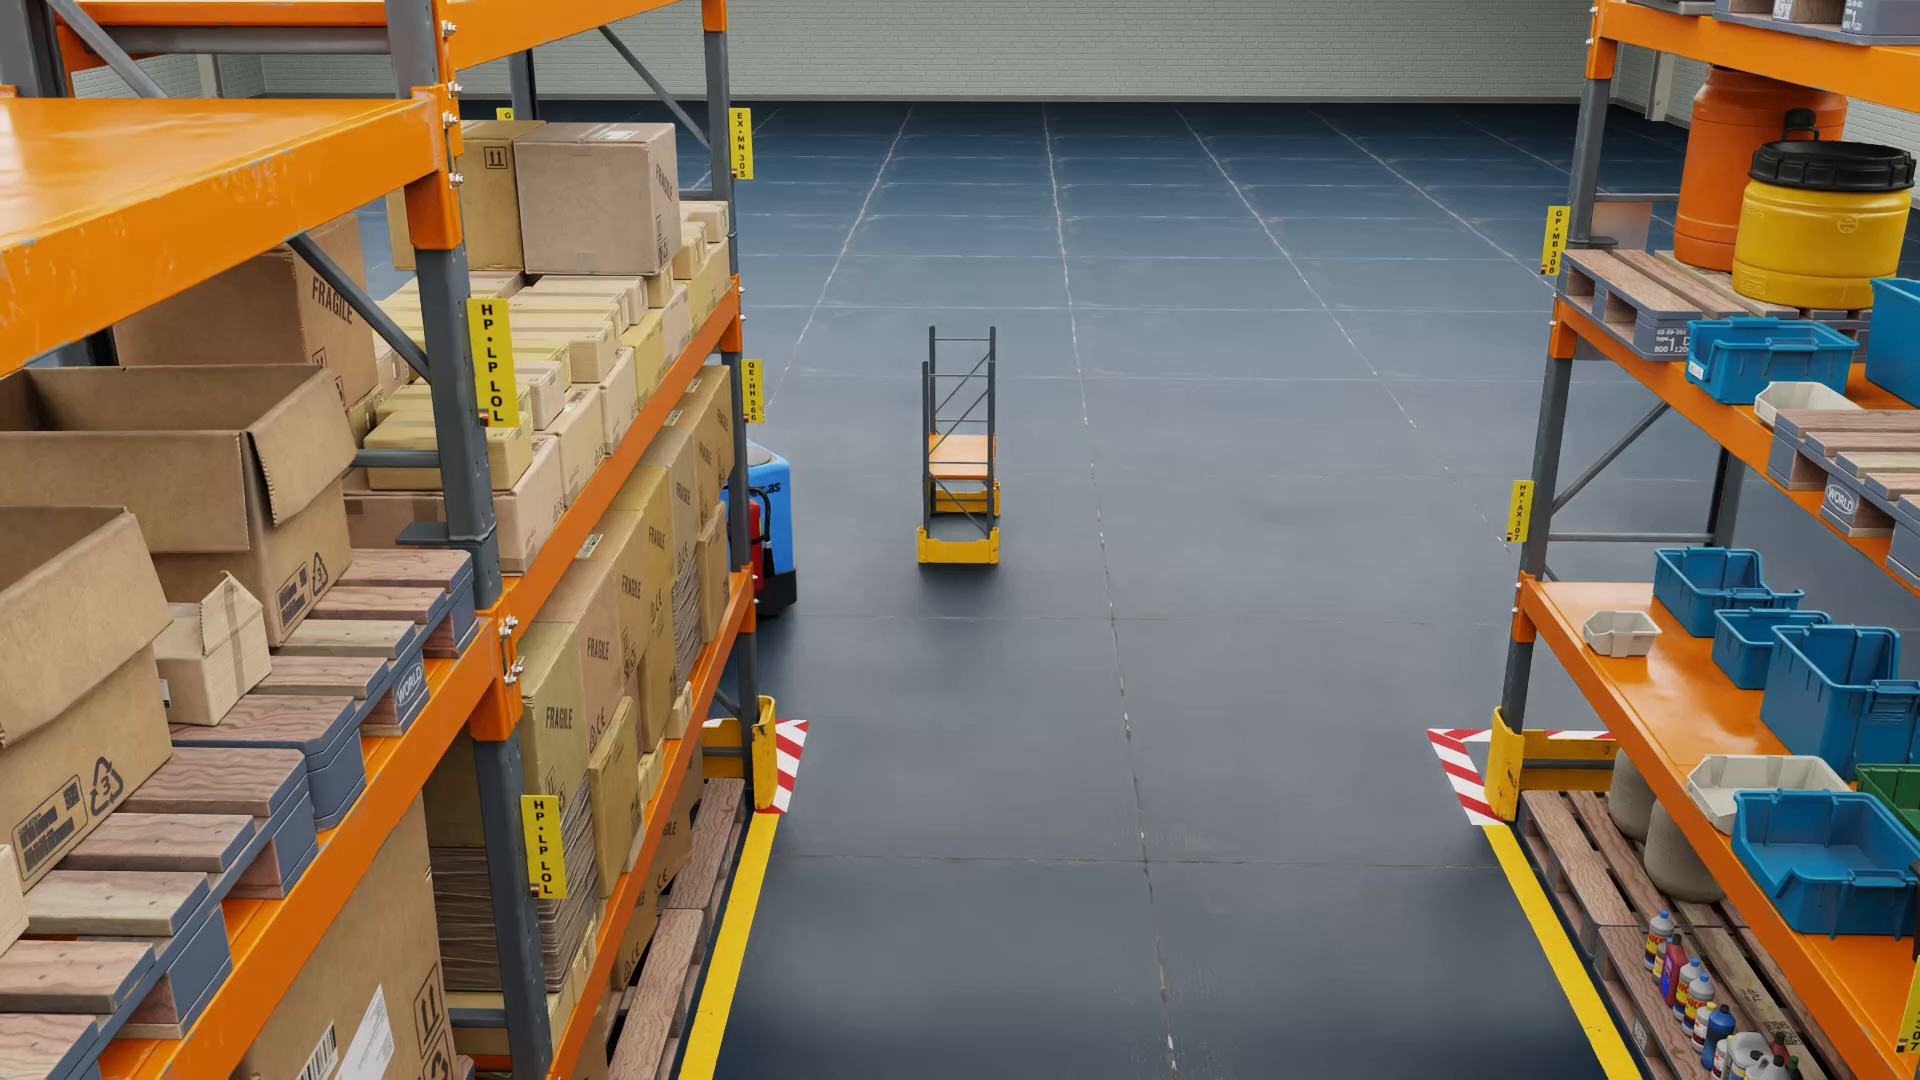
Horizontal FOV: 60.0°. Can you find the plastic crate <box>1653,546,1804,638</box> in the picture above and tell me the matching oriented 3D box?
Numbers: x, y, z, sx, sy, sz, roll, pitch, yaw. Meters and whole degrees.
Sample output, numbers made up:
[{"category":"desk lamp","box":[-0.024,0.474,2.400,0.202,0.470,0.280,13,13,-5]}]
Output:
[{"category":"plastic crate","box":[3.653,0.246,7.953,0.499,0.251,0.616,1,21,2]}]

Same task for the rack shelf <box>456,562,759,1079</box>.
[{"category":"rack shelf","box":[-1.642,0.997,6.808,1.077,0.370,4.000,1,21,2]}]

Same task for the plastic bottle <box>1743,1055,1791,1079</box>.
[{"category":"plastic bottle","box":[2.995,2.047,6.161,0.144,0.351,0.185,1,21,1]}]

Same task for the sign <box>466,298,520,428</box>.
[{"category":"sign","box":[-1.148,-0.434,4.094,0.100,0.325,0.005,1,21,2]}]

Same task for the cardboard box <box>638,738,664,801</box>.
[{"category":"cardboard box","box":[-1.364,0.885,6.449,0.380,0.149,0.250,1,21,2]}]

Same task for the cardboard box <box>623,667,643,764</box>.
[{"category":"cardboard box","box":[-1.663,0.675,6.093,0.875,0.500,0.500,1,21,2]}]

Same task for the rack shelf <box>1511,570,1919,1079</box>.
[{"category":"rack shelf","box":[3.308,1.051,6.667,1.077,0.370,4.000,1,21,2]}]

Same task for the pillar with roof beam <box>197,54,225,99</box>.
[{"category":"pillar with roof beam","box":[-12.155,-13.579,35.084,9.100,9.000,0.400,1,21,2]}]

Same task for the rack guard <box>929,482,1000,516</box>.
[{"category":"rack guard","box":[0.017,-0.324,13.019,0.587,0.250,0.087,1,21,2]}]

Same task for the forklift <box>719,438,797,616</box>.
[{"category":"forklift","box":[-2.615,-0.733,10.366,3.031,2.935,1.130,-14,25,-31]}]

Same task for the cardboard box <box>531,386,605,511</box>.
[{"category":"cardboard box","box":[-1.422,-0.295,5.204,0.500,0.250,0.500,0,21,1]}]

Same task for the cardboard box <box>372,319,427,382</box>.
[{"category":"cardboard box","box":[-1.897,-0.630,5.516,0.380,0.149,0.250,1,21,4]}]

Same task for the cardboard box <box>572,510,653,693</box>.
[{"category":"cardboard box","box":[-1.406,0.212,5.905,0.500,0.500,0.500,1,21,2]}]

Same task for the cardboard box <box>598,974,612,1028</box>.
[{"category":"cardboard box","box":[-1.701,1.777,6.676,0.500,0.500,0.500,-1,21,-3]}]

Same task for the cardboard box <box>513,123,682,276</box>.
[{"category":"cardboard box","box":[-1.376,-1.315,6.385,0.500,0.500,0.500,1,21,2]}]

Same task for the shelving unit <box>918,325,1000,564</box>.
[{"category":"shelving unit","box":[0.002,-0.727,12.329,0.587,1.500,1.083,1,21,2]}]

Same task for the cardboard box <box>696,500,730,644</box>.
[{"category":"cardboard box","box":[-1.521,0.134,7.488,0.875,0.500,0.500,1,21,2]}]

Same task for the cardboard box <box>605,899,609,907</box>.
[{"category":"cardboard box","box":[-1.397,1.156,5.751,0.380,0.149,0.250,1,21,2]}]

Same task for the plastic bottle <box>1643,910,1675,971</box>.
[{"category":"plastic bottle","box":[3.003,1.712,7.134,0.097,0.271,0.097,0,21,0]}]

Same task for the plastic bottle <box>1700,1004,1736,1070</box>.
[{"category":"plastic bottle","box":[2.983,1.945,6.533,0.097,0.271,0.097,0,21,0]}]

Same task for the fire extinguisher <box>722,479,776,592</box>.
[{"category":"fire extinguisher","box":[-1.117,-0.062,8.649,0.296,0.674,0.183,1,21,2]}]

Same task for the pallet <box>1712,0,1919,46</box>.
[{"category":"pallet","box":[3.279,-1.824,5.603,1.003,0.211,1.213,1,21,2]}]

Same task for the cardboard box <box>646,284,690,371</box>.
[{"category":"cardboard box","box":[-1.378,-0.847,6.627,0.500,0.250,0.500,1,21,3]}]

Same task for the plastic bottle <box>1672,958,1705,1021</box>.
[{"category":"plastic bottle","box":[2.992,1.836,6.815,0.097,0.271,0.097,0,21,0]}]

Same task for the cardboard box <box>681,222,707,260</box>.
[{"category":"cardboard box","box":[-1.302,-1.279,7.189,0.380,0.149,0.250,0,21,-1]}]

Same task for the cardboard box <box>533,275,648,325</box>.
[{"category":"cardboard box","box":[-1.380,-0.903,6.220,0.380,0.149,0.250,0,21,-1]}]

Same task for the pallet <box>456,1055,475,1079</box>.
[{"category":"pallet","box":[-1.872,1.749,4.140,1.003,0.211,1.213,1,21,2]}]

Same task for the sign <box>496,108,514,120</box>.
[{"category":"sign","box":[-2.124,-1.873,7.856,0.100,0.325,0.005,1,21,2]}]

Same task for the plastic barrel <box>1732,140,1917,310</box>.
[{"category":"plastic barrel","box":[3.462,-1.276,6.682,0.600,0.588,0.600,0,21,0]}]

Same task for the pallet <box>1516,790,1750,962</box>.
[{"category":"pallet","box":[3.384,1.615,8.076,1.003,0.211,1.213,1,21,2]}]

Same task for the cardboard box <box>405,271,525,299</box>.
[{"category":"cardboard box","box":[-1.856,-0.918,6.259,0.380,0.149,0.250,0,21,1]}]

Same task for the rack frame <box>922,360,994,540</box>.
[{"category":"rack frame","box":[-0.013,-0.546,11.863,0.500,1.500,0.032,1,21,2]}]

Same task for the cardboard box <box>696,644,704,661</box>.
[{"category":"cardboard box","box":[-1.371,0.432,7.615,0.380,0.149,0.250,1,21,2]}]

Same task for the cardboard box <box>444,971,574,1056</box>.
[{"category":"cardboard box","box":[-1.396,1.427,5.051,0.380,0.149,0.250,1,21,2]}]

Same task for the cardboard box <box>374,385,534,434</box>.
[{"category":"cardboard box","box":[-1.445,-0.341,4.770,0.380,0.149,0.250,0,21,-1]}]

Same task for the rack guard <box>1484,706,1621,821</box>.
[{"category":"rack guard","box":[3.414,1.186,8.781,1.175,0.500,0.348,1,21,2]}]

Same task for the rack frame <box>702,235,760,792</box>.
[{"category":"rack frame","box":[-1.581,-0.062,8.541,1.000,3.000,0.127,1,21,2]}]

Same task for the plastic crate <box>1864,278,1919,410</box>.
[{"category":"plastic crate","box":[3.612,-0.705,6.075,0.392,0.384,0.575,1,21,2]}]

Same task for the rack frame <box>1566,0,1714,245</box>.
[{"category":"rack frame","box":[3.369,-2.804,7.316,1.000,3.000,0.127,1,21,2]}]

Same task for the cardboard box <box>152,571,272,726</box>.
[{"category":"cardboard box","box":[-1.632,0.194,3.341,0.396,0.266,0.258,1,21,4]}]

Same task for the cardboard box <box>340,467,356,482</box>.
[{"category":"cardboard box","box":[-1.950,-0.112,4.730,0.500,0.250,0.500,1,21,4]}]

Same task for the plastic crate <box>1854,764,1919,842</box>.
[{"category":"plastic crate","box":[3.571,1.050,5.969,0.450,0.188,0.662,1,21,2]}]

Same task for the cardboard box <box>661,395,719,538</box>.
[{"category":"cardboard box","box":[-1.361,-0.331,7.303,0.500,0.500,0.500,1,21,2]}]

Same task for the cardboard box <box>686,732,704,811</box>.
[{"category":"cardboard box","box":[-1.617,1.134,8.336,0.500,0.500,0.500,5,22,12]}]

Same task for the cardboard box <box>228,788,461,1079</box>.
[{"category":"cardboard box","box":[-1.867,1.195,3.893,1.000,1.000,1.000,1,21,2]}]

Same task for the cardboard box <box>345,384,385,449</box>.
[{"category":"cardboard box","box":[-1.883,-0.346,4.784,0.380,0.149,0.250,1,21,2]}]

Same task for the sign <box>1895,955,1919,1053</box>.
[{"category":"sign","box":[2.698,1.300,4.649,0.100,0.325,0.005,1,21,2]}]

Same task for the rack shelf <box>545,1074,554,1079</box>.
[{"category":"rack shelf","box":[-1.764,2.443,3.080,1.077,0.370,4.000,1,21,2]}]

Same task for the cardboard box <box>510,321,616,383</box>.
[{"category":"cardboard box","box":[-1.356,-0.623,5.498,0.380,0.149,0.250,0,21,1]}]
